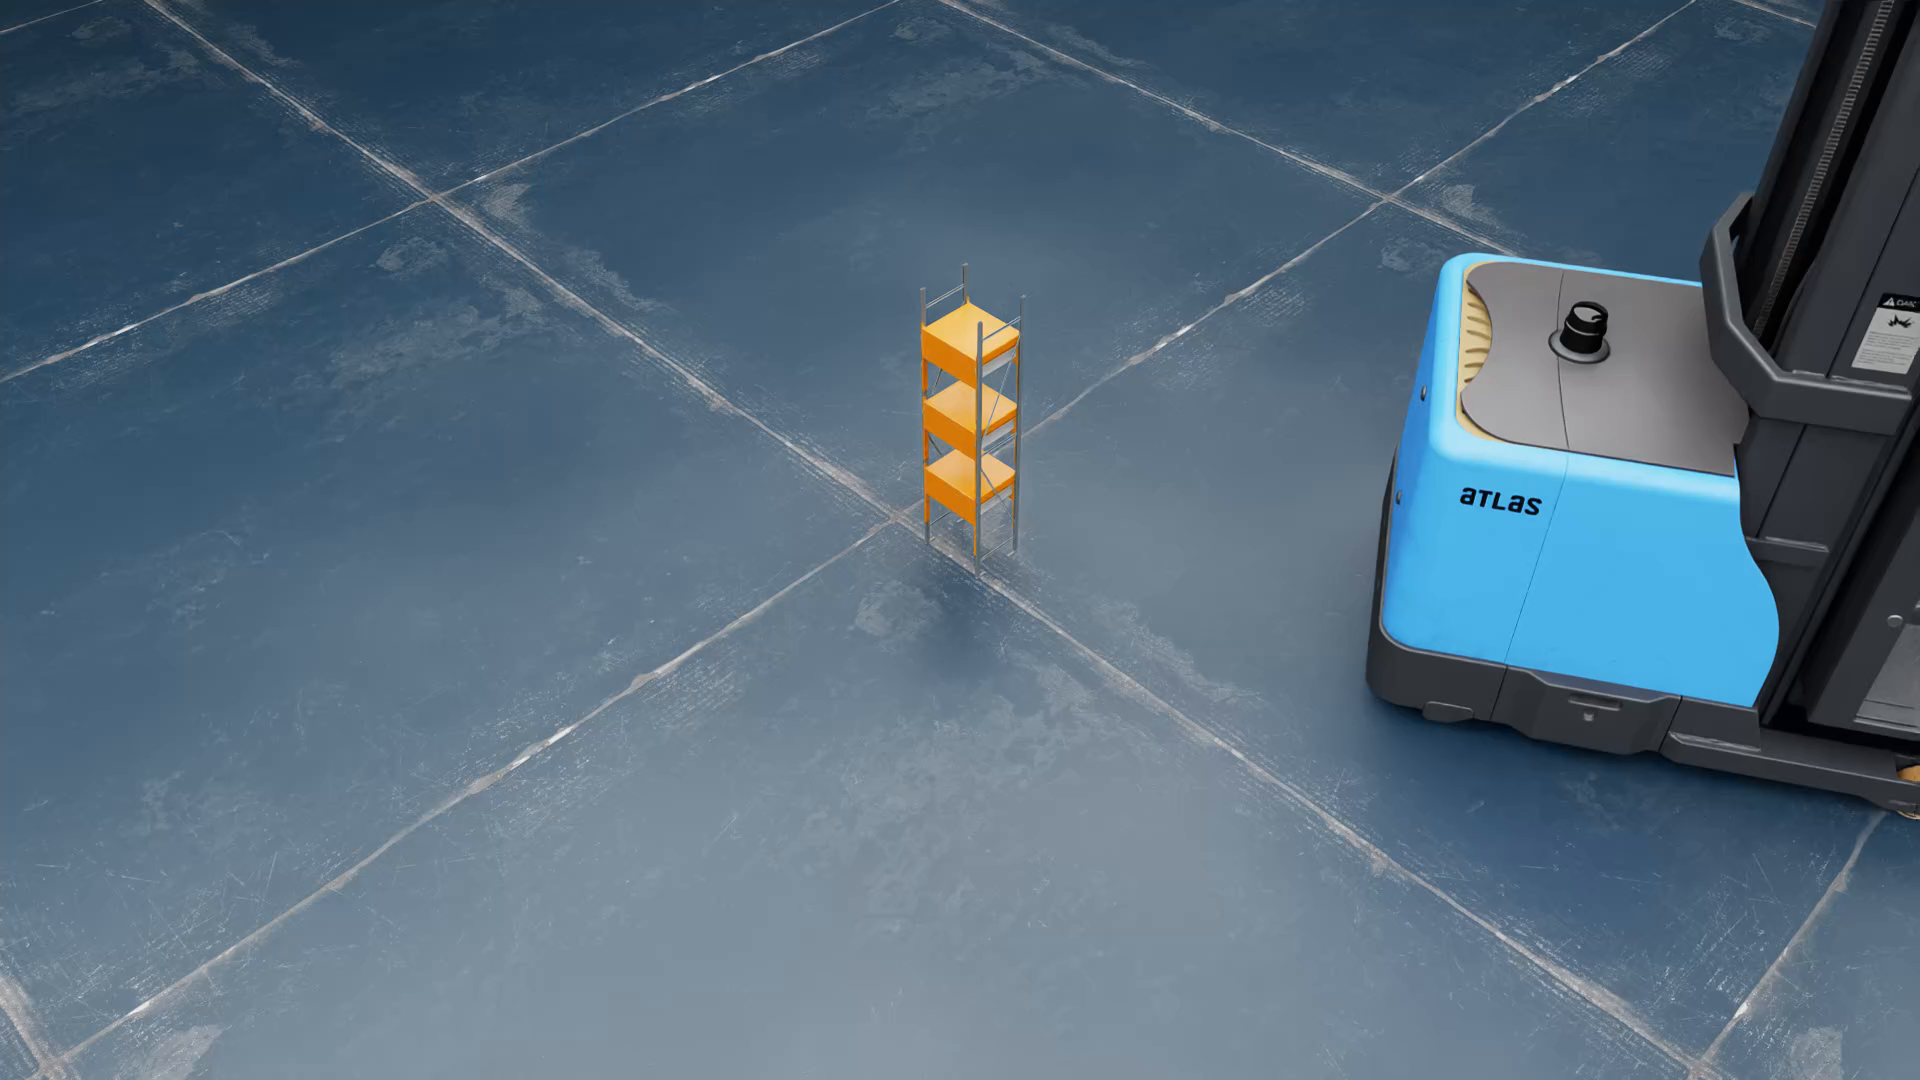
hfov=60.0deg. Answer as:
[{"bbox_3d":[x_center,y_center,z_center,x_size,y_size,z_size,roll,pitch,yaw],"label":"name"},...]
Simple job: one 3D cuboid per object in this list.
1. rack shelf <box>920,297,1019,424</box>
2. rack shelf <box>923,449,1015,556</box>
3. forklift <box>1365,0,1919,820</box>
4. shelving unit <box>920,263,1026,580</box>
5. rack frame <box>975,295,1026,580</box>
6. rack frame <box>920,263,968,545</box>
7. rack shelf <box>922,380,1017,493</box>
[{"bbox_3d":[0.038,-0.560,5.180,0.215,0.259,0.240,-34,53,-31],"label":"rack shelf"},{"bbox_3d":[0.038,-0.148,5.562,0.215,0.259,0.240,-34,53,-31],"label":"rack shelf"},{"bbox_3d":[2.838,-0.627,4.269,3.031,2.935,1.130,10,44,10],"label":"forklift"},{"bbox_3d":[0.038,-0.360,5.366,0.215,1.050,0.252,-34,53,-31],"label":"shelving unit"},{"bbox_3d":[0.124,-0.301,5.302,0.200,1.050,0.008,-34,53,-31],"label":"rack frame"},{"bbox_3d":[-0.048,-0.418,5.429,0.200,1.050,0.008,-34,53,-31],"label":"rack frame"},{"bbox_3d":[0.038,-0.352,5.373,0.215,0.259,0.240,-34,53,-31],"label":"rack shelf"}]
